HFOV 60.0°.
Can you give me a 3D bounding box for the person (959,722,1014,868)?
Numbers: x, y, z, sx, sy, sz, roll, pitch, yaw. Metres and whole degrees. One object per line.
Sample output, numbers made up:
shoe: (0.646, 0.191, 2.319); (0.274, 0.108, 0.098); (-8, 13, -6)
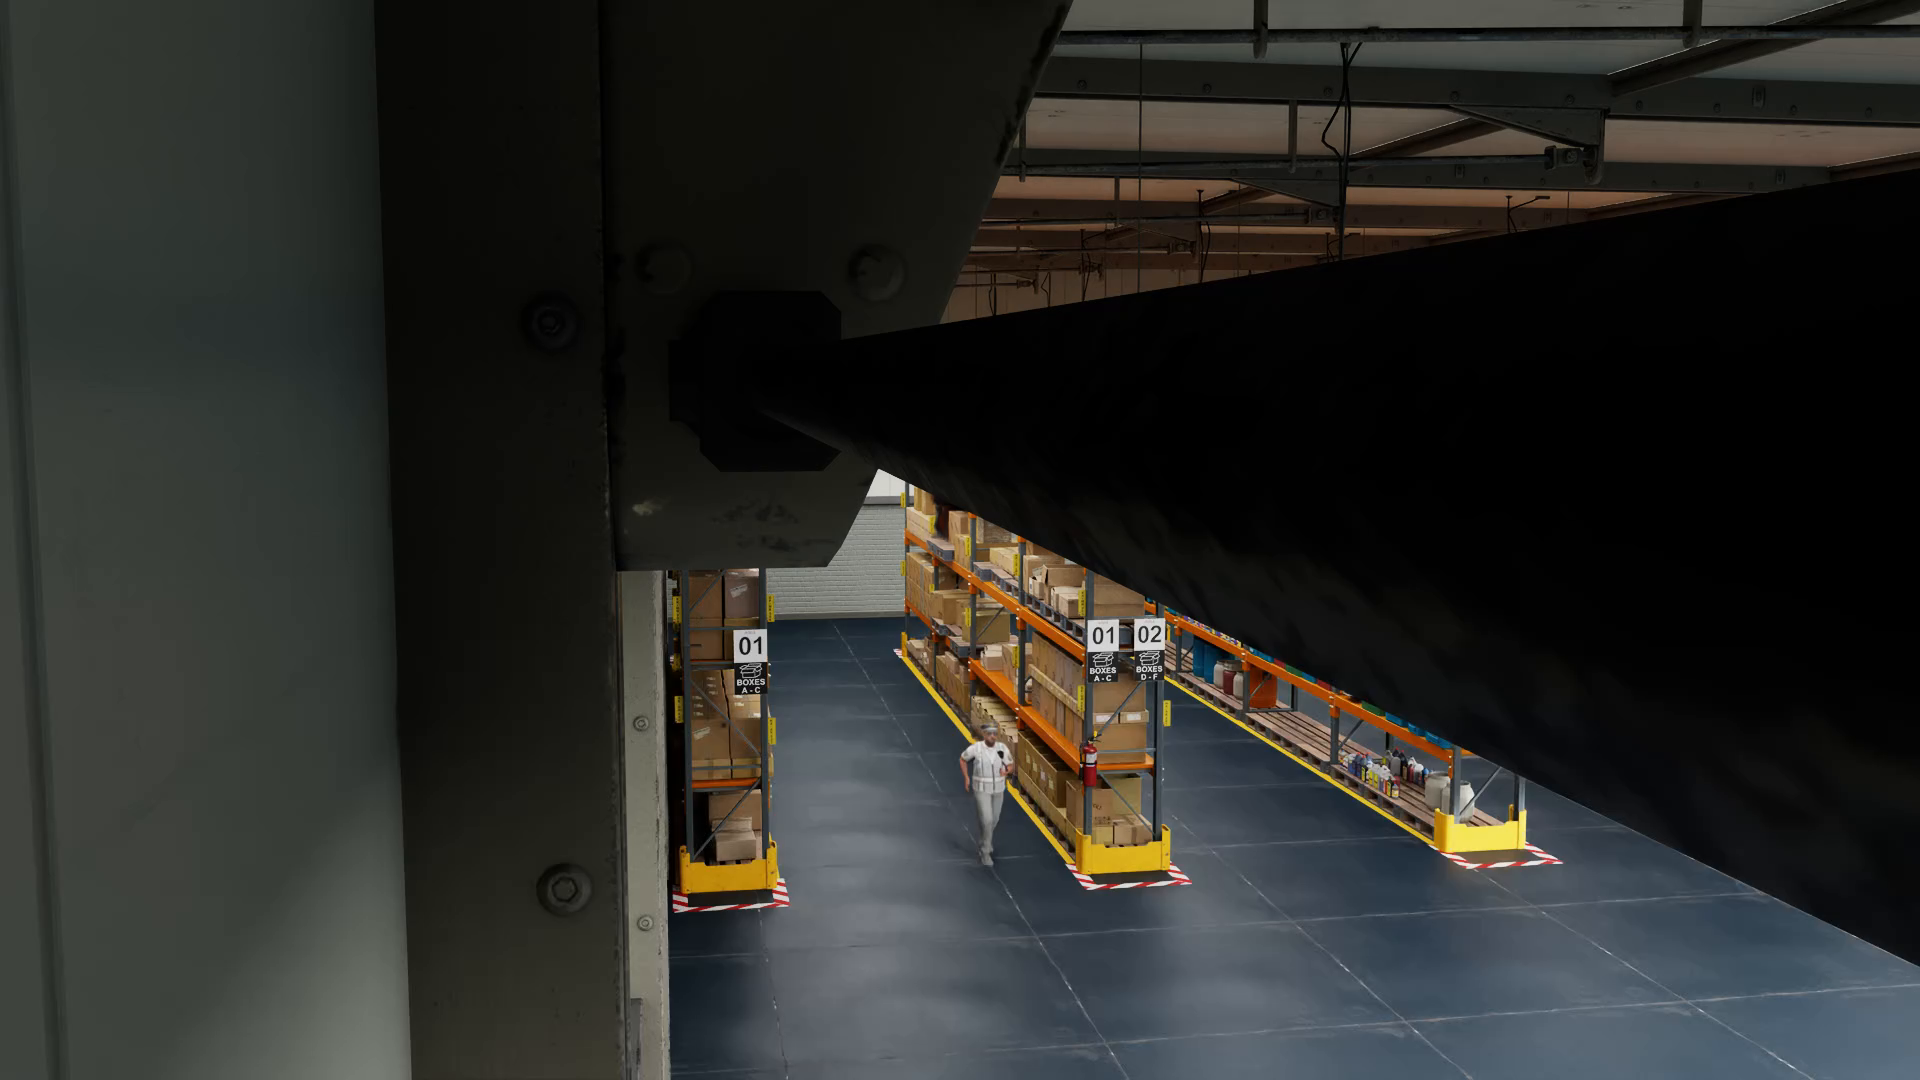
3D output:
person: (0.369, 3.235, 21.393); (0.638, 1.843, 0.809); (-2, 6, -21)
